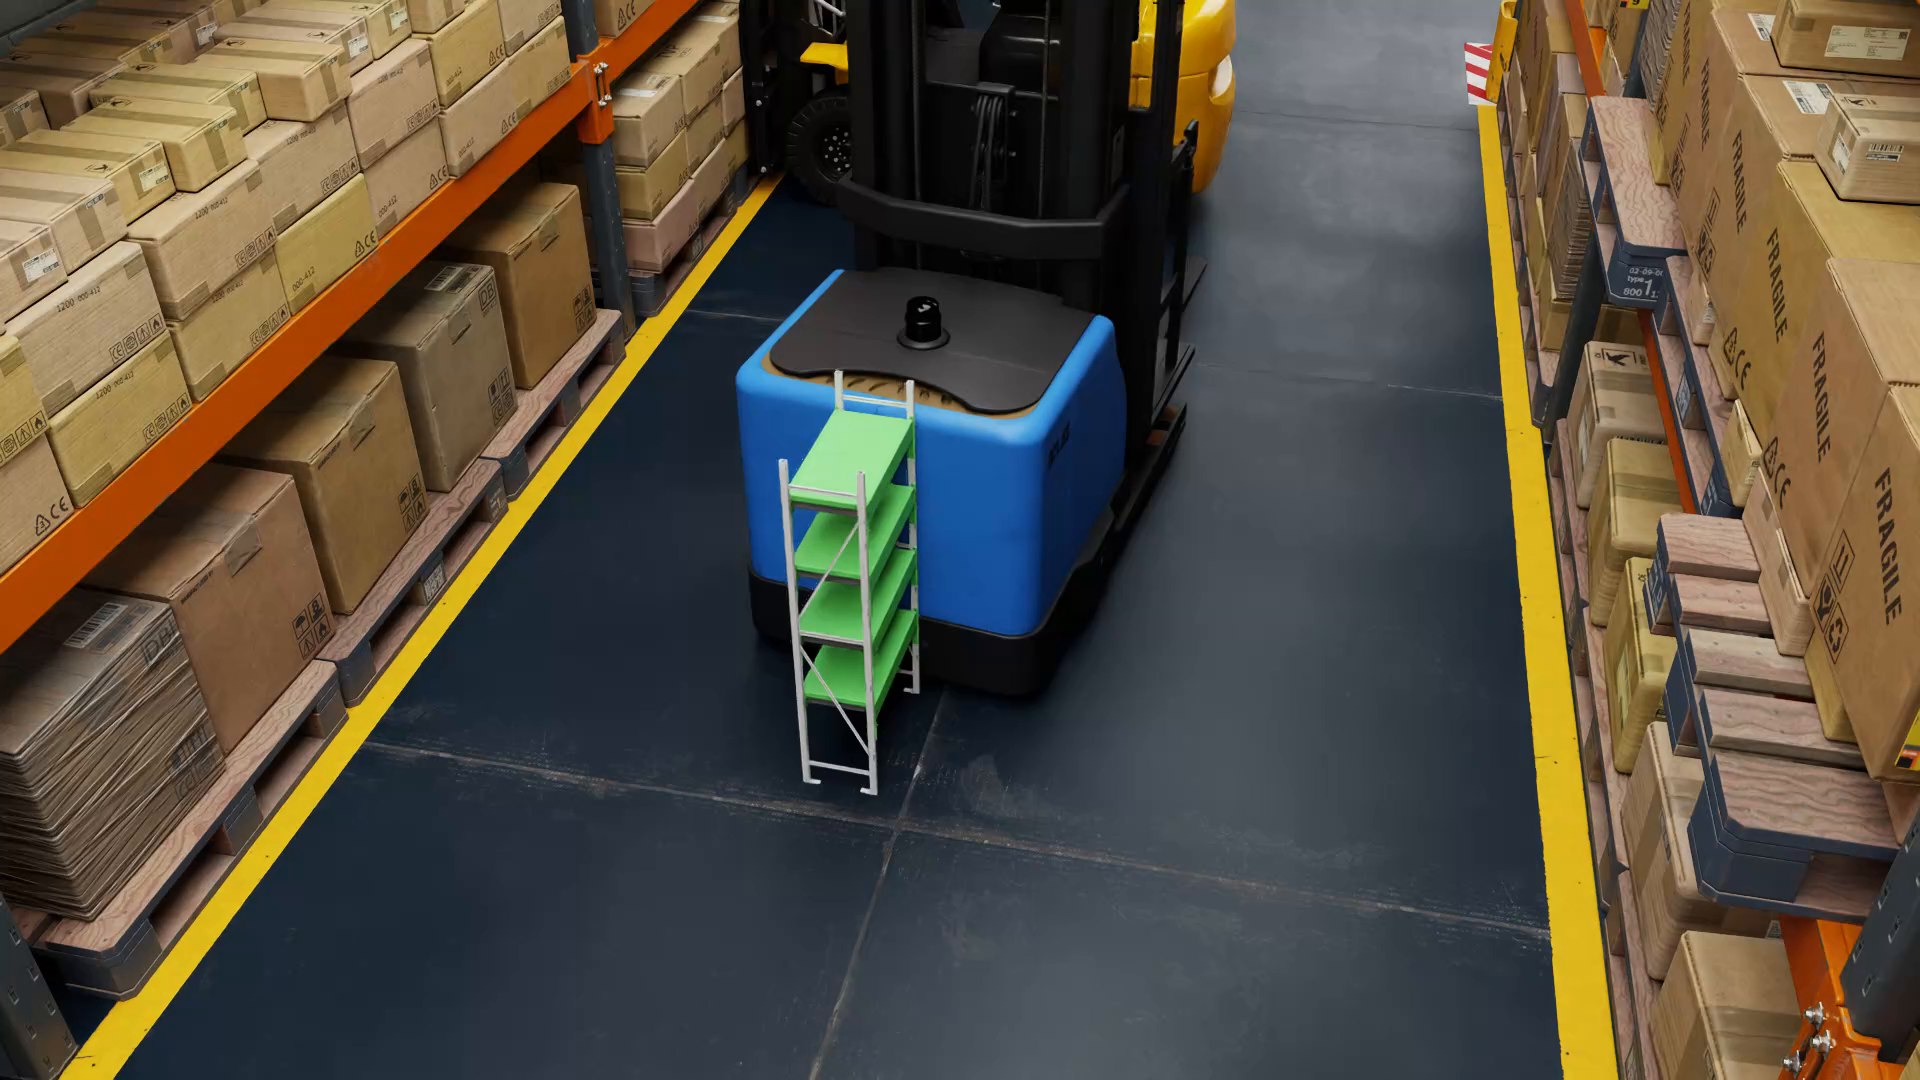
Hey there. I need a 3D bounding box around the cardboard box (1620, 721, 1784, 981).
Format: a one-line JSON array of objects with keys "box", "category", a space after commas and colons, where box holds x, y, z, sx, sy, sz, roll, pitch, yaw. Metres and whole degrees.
[{"box": [2.305, 0.871, 4.374, 0.950, 0.372, 0.625, 7, 36, 9], "category": "cardboard box"}]

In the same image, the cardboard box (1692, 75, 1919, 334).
[{"box": [2.174, -0.803, 4.105, 0.500, 0.500, 0.500, 6, 36, 8], "category": "cardboard box"}]

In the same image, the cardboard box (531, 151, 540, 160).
[{"box": [-2.054, -1.958, 7.528, 0.500, 0.250, 0.500, 8, 37, 11], "category": "cardboard box"}]

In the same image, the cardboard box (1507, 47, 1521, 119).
[{"box": [3.291, -2.492, 9.117, 0.500, 0.250, 0.500, 7, 37, 10], "category": "cardboard box"}]

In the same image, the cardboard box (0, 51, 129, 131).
[{"box": [-2.644, -1.294, 4.841, 0.380, 0.149, 0.250, 8, 37, 11], "category": "cardboard box"}]

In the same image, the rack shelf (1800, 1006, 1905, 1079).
[{"box": [1.598, 2.162, 1.325, 1.077, 0.370, 4.000, 7, 37, 10], "category": "rack shelf"}]

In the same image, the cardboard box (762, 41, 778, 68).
[{"box": [-1.233, -2.553, 8.775, 0.500, 0.250, 0.500, 7, 37, 10], "category": "cardboard box"}]

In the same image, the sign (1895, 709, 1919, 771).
[{"box": [1.493, 0.224, 2.465, 0.100, 0.325, 0.005, 7, 37, 10], "category": "sign"}]

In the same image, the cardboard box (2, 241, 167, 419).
[{"box": [-2.383, -0.549, 4.153, 0.500, 0.250, 0.500, 8, 37, 11], "category": "cardboard box"}]

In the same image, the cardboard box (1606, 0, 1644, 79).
[{"box": [2.731, -2.016, 6.137, 0.500, 0.500, 0.500, 6, 36, 9], "category": "cardboard box"}]

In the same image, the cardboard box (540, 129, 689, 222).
[{"box": [-1.566, -1.687, 7.581, 0.500, 0.250, 0.500, 7, 37, 10], "category": "cardboard box"}]

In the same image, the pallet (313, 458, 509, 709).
[{"box": [-2.348, 0.068, 5.976, 1.003, 0.211, 1.213, 7, 37, 10], "category": "pallet"}]

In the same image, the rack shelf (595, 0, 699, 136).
[{"box": [-1.543, -3.045, 8.508, 1.077, 0.370, 4.000, 7, 37, 10], "category": "rack shelf"}]

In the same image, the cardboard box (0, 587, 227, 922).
[{"box": [-2.678, 0.539, 4.616, 0.875, 0.625, 0.625, 8, 37, 11], "category": "cardboard box"}]

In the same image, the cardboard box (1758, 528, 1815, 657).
[{"box": [1.862, 0.125, 3.378, 0.380, 0.149, 0.250, 7, 37, 10], "category": "cardboard box"}]

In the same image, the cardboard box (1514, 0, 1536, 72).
[{"box": [3.287, -2.782, 8.878, 0.500, 0.500, 0.500, 6, 36, 8], "category": "cardboard box"}]

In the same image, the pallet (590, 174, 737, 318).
[{"box": [-1.760, -1.511, 8.155, 1.003, 0.211, 1.213, 7, 37, 10], "category": "pallet"}]

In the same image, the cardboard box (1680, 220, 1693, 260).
[{"box": [2.309, -0.904, 4.798, 0.380, 0.149, 0.250, 8, 37, 11], "category": "cardboard box"}]

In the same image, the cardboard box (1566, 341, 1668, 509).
[{"box": [2.770, -0.375, 6.092, 0.950, 0.372, 0.625, 8, 37, 11], "category": "cardboard box"}]

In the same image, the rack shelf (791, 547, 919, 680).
[{"box": [-0.312, 0.199, 5.061, 0.258, 0.148, 0.480, 9, 37, 12], "category": "rack shelf"}]

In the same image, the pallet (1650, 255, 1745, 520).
[{"box": [2.408, -0.339, 4.325, 1.003, 0.211, 1.213, 7, 37, 10], "category": "pallet"}]

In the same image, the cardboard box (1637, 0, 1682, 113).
[{"box": [2.499, -1.668, 5.298, 0.500, 0.500, 0.500, 8, 37, 11], "category": "cardboard box"}]

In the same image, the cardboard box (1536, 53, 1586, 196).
[{"box": [2.958, -1.887, 7.644, 0.500, 0.500, 0.500, 9, 37, 12], "category": "cardboard box"}]

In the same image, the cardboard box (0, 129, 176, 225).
[{"box": [-2.316, -0.948, 4.364, 0.380, 0.149, 0.250, 8, 37, 10], "category": "cardboard box"}]

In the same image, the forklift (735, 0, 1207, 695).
[{"box": [0.281, -1.543, 5.881, 1.130, 2.935, 3.031, 13, 38, 17], "category": "forklift"}]

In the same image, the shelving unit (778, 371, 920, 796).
[{"box": [-0.312, 0.147, 5.023, 0.258, 1.200, 0.503, 9, 37, 12], "category": "shelving unit"}]

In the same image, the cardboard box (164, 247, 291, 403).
[{"box": [-2.276, -0.643, 4.709, 0.500, 0.250, 0.500, 6, 36, 8], "category": "cardboard box"}]

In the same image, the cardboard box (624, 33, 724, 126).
[{"box": [-1.442, -2.181, 7.836, 0.500, 0.250, 0.500, 7, 37, 10], "category": "cardboard box"}]

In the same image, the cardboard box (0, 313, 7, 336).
[{"box": [-2.413, -0.499, 3.744, 0.380, 0.149, 0.250, 8, 37, 11], "category": "cardboard box"}]

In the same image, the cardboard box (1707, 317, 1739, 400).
[{"box": [2.119, -0.460, 4.185, 0.380, 0.149, 0.250, 6, 36, 8], "category": "cardboard box"}]

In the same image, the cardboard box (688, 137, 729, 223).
[{"box": [-1.450, -1.775, 8.128, 0.500, 0.250, 0.500, 7, 36, 9], "category": "cardboard box"}]

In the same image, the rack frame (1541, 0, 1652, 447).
[{"box": [2.879, -1.570, 5.860, 1.000, 3.000, 0.127, 7, 37, 10], "category": "rack frame"}]

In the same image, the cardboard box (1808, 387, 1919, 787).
[{"box": [1.850, 0.097, 2.863, 0.500, 0.500, 0.500, 6, 36, 9], "category": "cardboard box"}]

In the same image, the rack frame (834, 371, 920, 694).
[{"box": [-0.251, 0.008, 5.214, 0.240, 1.200, 0.015, 9, 37, 12], "category": "rack frame"}]

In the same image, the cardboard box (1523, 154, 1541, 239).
[{"box": [2.960, -1.596, 7.882, 0.500, 0.250, 0.500, 8, 37, 11], "category": "cardboard box"}]

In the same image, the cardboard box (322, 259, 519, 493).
[{"box": [-2.244, -0.654, 6.262, 0.875, 0.625, 0.625, 7, 37, 9], "category": "cardboard box"}]

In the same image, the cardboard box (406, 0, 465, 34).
[{"box": [-1.894, -1.818, 5.564, 0.380, 0.149, 0.250, 6, 36, 9], "category": "cardboard box"}]

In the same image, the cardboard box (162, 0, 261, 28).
[{"box": [-2.530, -1.739, 5.456, 0.380, 0.149, 0.250, 7, 37, 10], "category": "cardboard box"}]

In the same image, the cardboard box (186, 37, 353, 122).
[{"box": [-2.052, -1.371, 4.948, 0.380, 0.149, 0.250, 6, 36, 9], "category": "cardboard box"}]

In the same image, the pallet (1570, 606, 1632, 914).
[{"box": [2.456, 0.708, 5.094, 1.003, 0.211, 1.213, 7, 37, 10], "category": "pallet"}]

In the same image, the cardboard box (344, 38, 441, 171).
[{"box": [-2.043, -1.430, 5.368, 0.500, 0.250, 0.500, 8, 37, 11], "category": "cardboard box"}]

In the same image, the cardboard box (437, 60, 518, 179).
[{"box": [-1.925, -1.518, 5.917, 0.500, 0.250, 0.500, 7, 37, 10], "category": "cardboard box"}]

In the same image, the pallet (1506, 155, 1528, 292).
[{"box": [3.247, -1.532, 8.183, 1.003, 0.211, 1.213, 7, 37, 10], "category": "pallet"}]

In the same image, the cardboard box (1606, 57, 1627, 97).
[{"box": [2.650, -1.690, 6.240, 0.380, 0.149, 0.250, 7, 37, 9], "category": "cardboard box"}]
